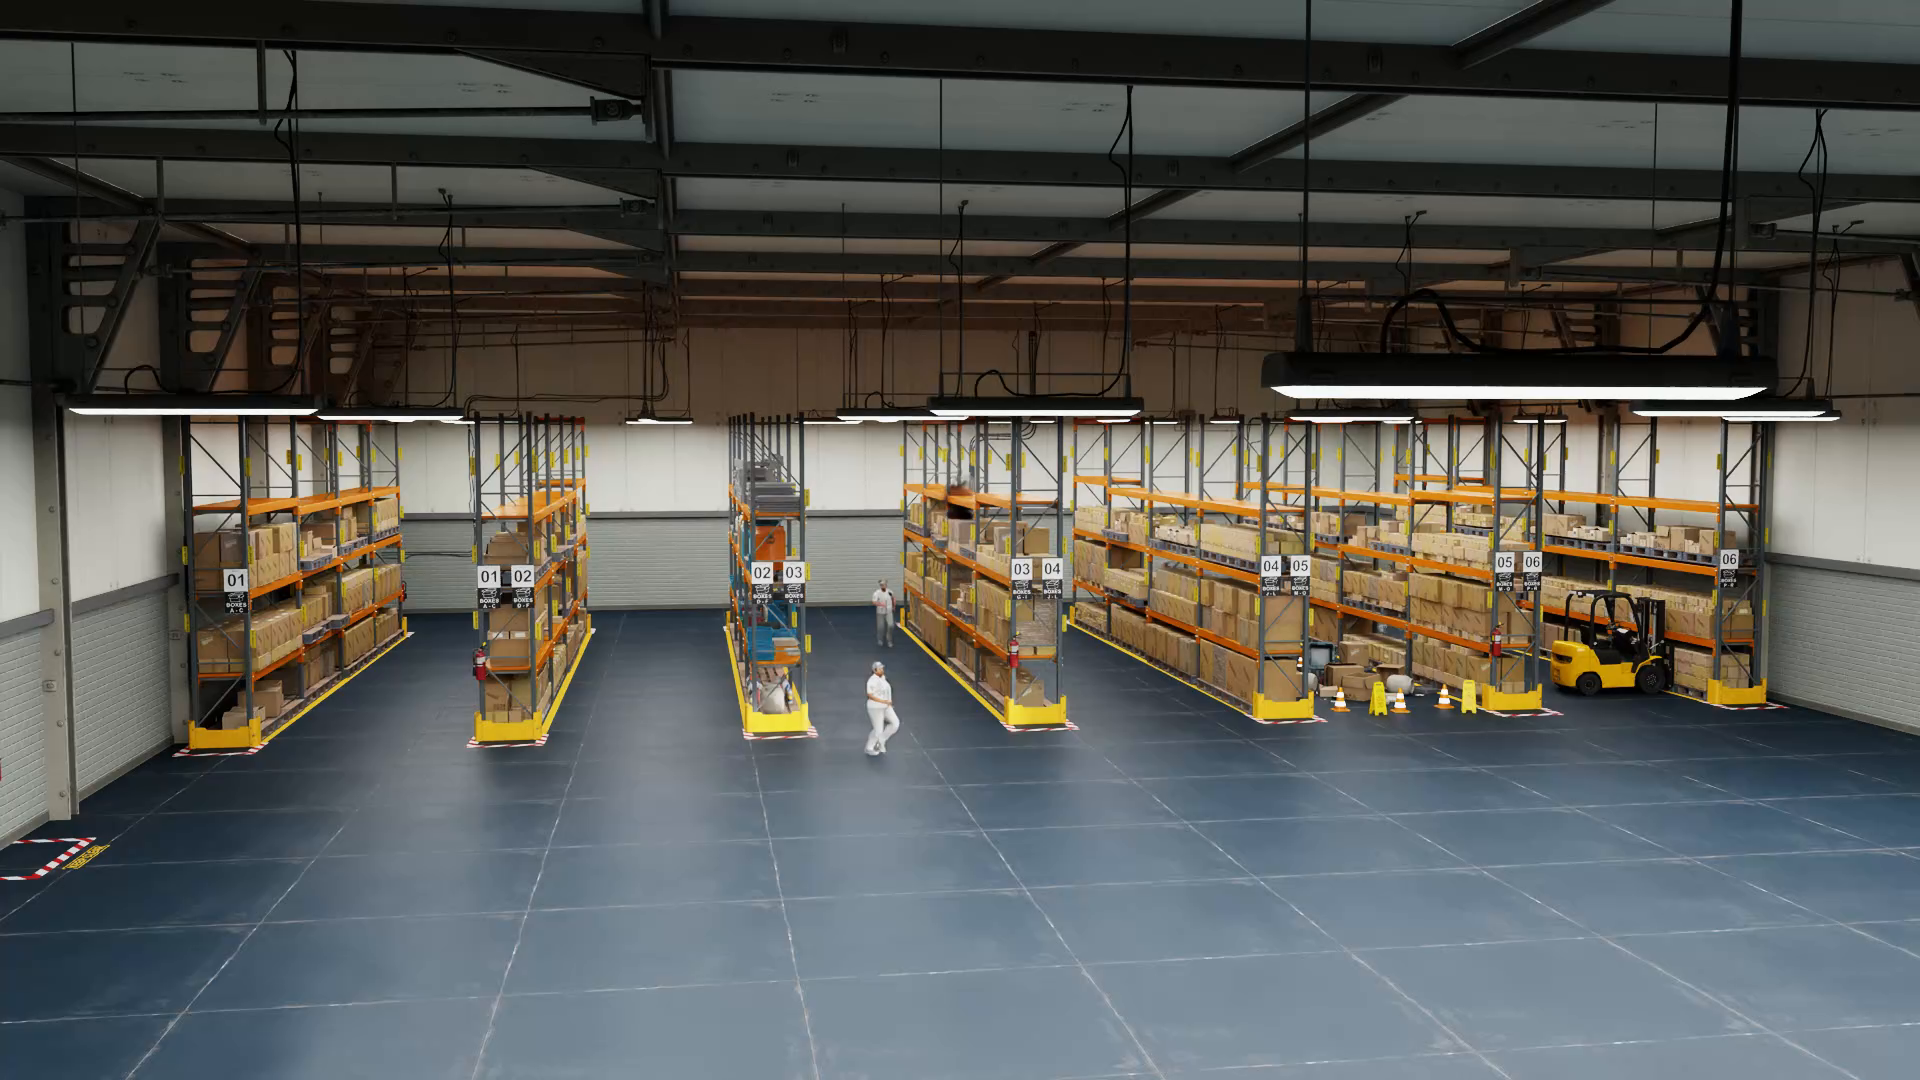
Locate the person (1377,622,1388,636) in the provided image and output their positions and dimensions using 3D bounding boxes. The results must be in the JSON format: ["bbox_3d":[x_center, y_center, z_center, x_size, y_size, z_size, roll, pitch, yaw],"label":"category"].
[{"bbox_3d":[11.078,1.901,43.520,0.657,1.741,0.600,-1,4,-9],"label":"person"}]

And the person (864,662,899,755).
[{"bbox_3d":[-1.385,2.931,29.026,0.595,1.631,0.615,2,4,30],"label":"person"}]

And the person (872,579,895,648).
[{"bbox_3d":[-1.959,1.903,43.205,0.650,1.803,0.734,-1,4,-13],"label":"person"}]

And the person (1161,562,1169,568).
[{"bbox_3d":[6.191,1.479,50.241,0.904,1.654,0.580,-1,4,-11],"label":"person"}]
